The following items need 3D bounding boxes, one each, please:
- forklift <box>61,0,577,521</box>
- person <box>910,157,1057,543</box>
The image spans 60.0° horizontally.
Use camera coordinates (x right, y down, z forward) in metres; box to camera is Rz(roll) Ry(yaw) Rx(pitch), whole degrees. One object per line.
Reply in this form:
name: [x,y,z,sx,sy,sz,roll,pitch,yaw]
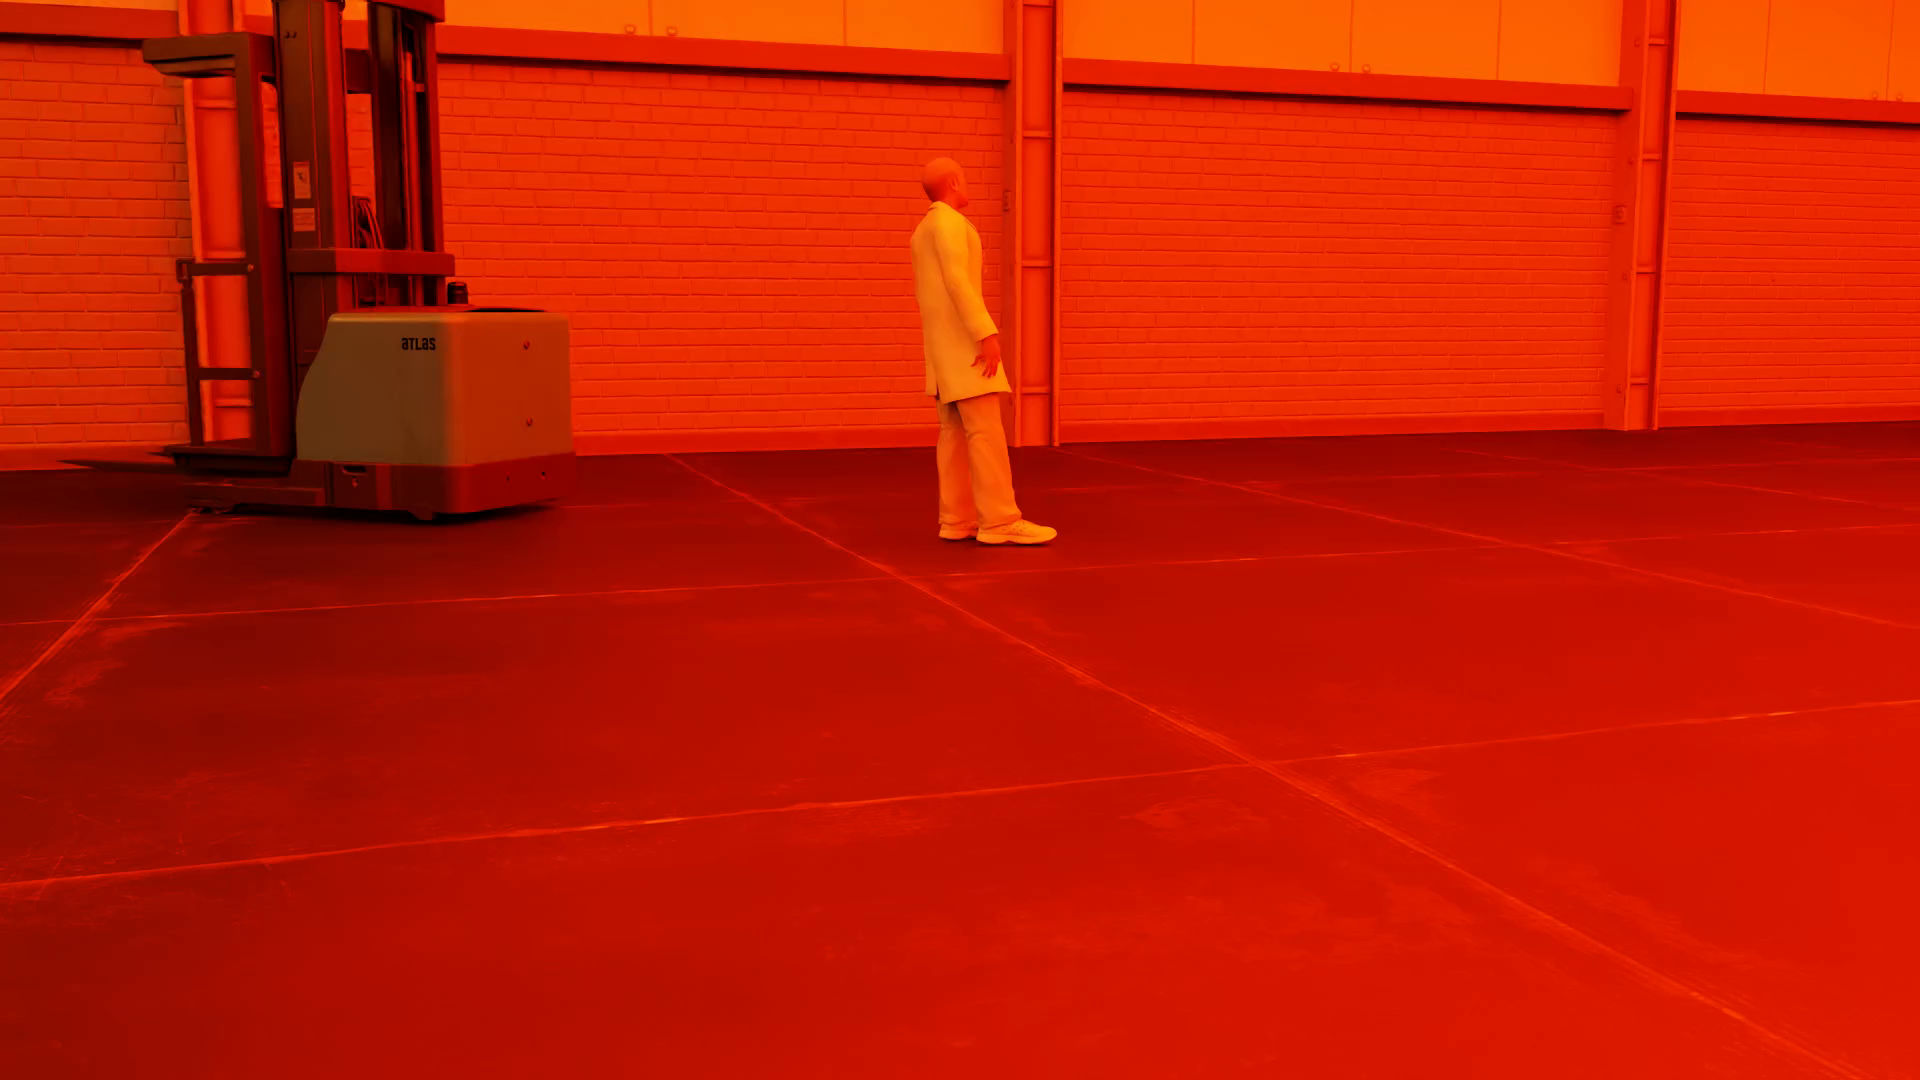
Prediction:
forklift: [-3.695,-1.653,9.205,3.031,2.935,1.130,3,8,22]
person: [0.088,-0.892,7.828,0.578,1.778,0.696,-3,8,-18]
